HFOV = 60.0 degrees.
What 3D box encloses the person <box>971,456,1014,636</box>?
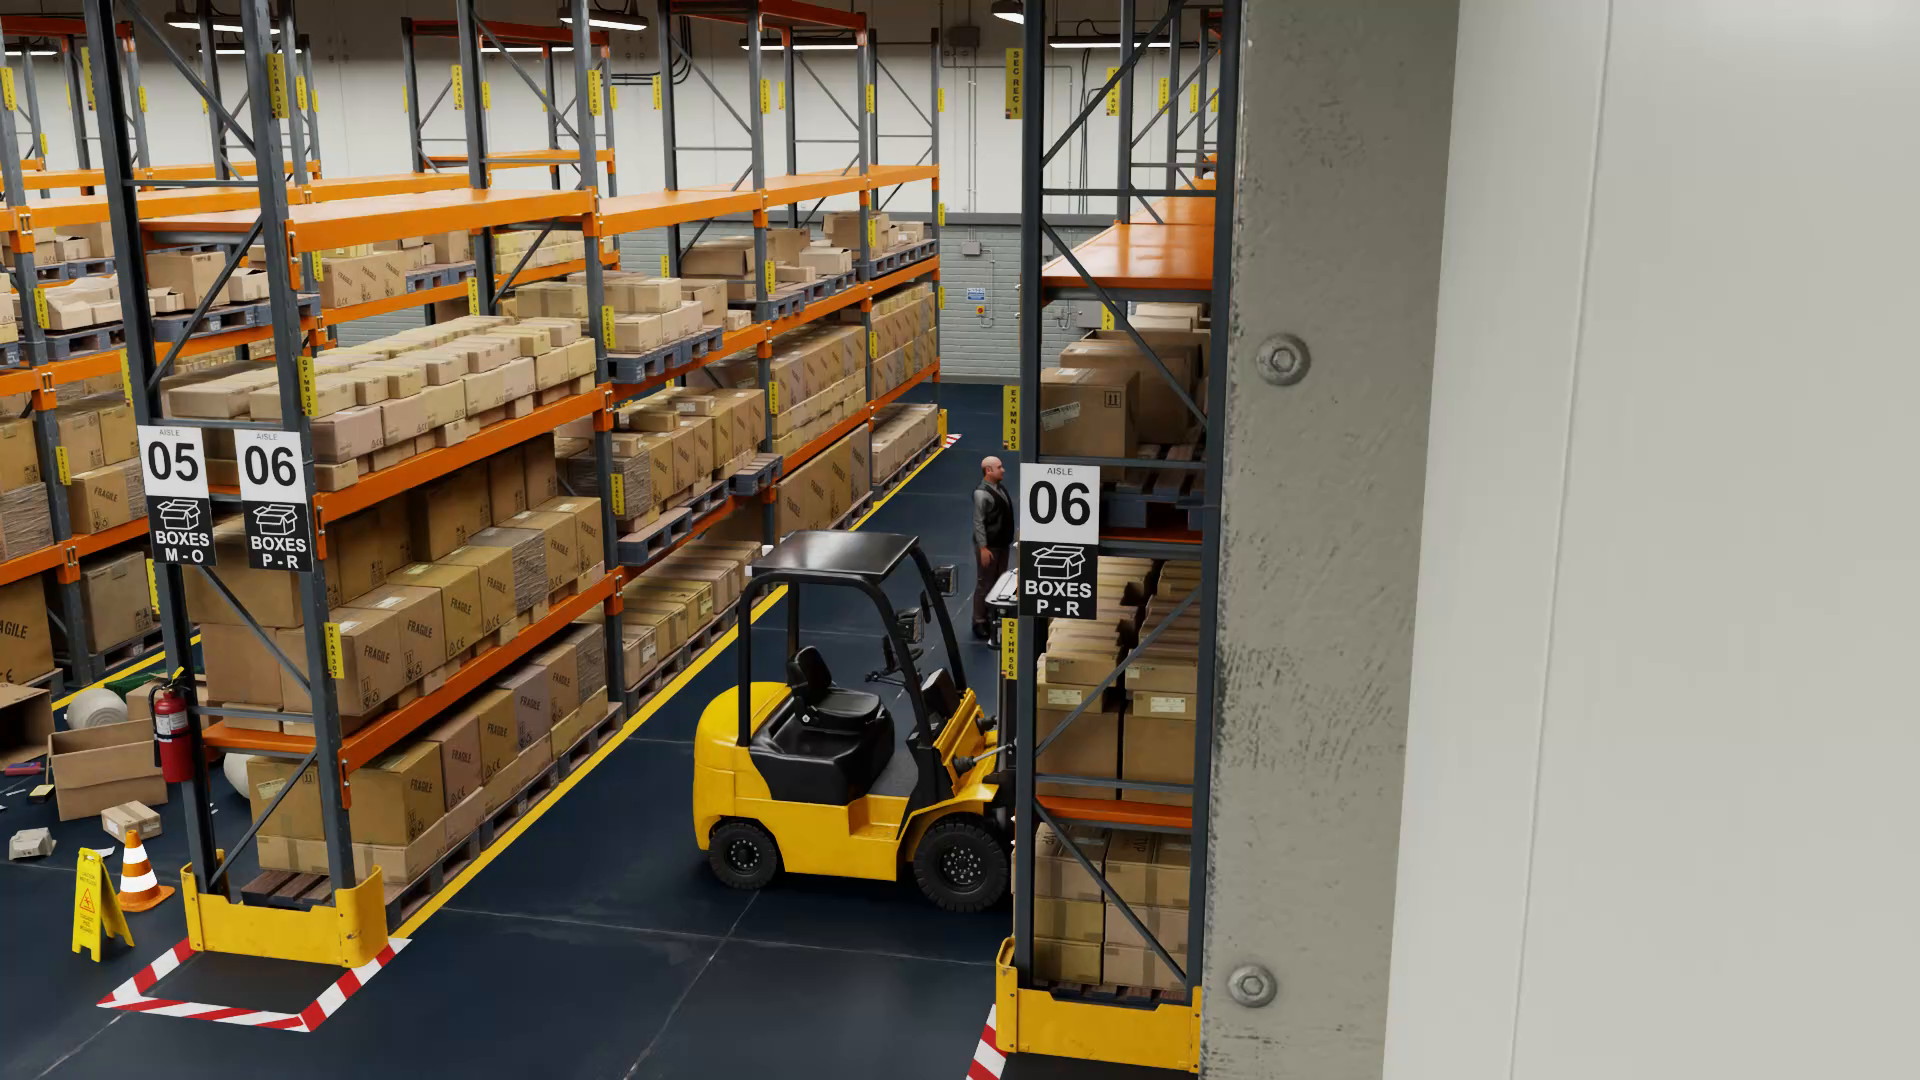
[{"bbox_3d":[0.297,0.057,15.781,0.384,1.721,0.593,7,16,25],"label":"person"}]
